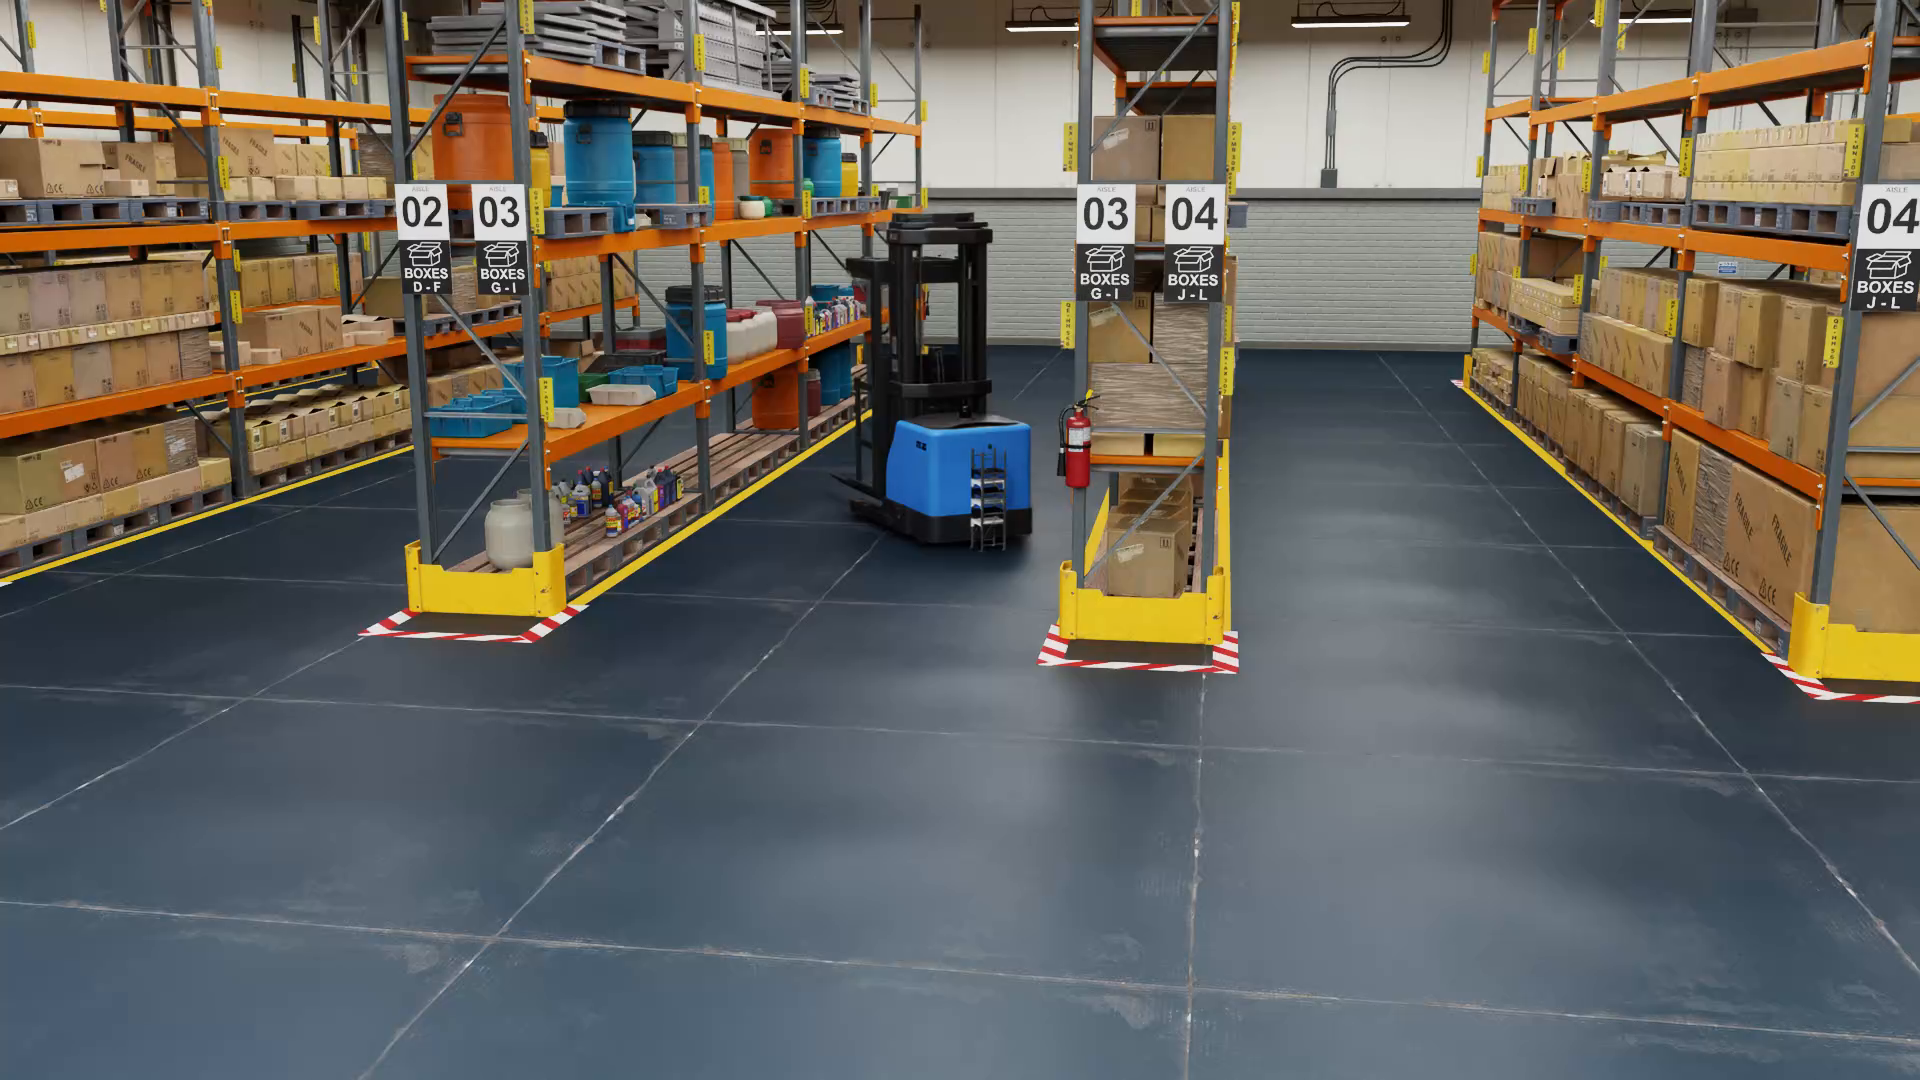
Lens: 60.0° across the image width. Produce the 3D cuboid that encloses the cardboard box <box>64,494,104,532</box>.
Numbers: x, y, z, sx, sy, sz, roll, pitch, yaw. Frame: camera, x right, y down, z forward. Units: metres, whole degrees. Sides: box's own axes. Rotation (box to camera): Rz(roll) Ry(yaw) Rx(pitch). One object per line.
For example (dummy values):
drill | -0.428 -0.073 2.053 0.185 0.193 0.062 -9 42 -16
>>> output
cardboard box | -8.035 -0.254 14.840 0.500 0.250 0.500 2 12 9

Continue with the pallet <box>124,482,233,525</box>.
pallet | -8.037 -0.386 16.539 1.003 0.211 1.213 2 12 9

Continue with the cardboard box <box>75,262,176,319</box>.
cardboard box | -8.011 -2.398 15.943 0.700 0.500 0.500 2 12 9

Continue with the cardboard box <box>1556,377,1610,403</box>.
cardboard box | 7.262 -1.743 19.375 0.500 0.250 0.500 2 12 7

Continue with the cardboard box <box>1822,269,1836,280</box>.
cardboard box | 13.125 -4.108 24.579 0.500 0.500 0.500 2 12 7

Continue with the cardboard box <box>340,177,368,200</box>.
cardboard box | -7.335 -4.138 19.571 0.500 0.250 0.500 2 12 10

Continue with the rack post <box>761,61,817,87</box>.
rack post | -2.293 -5.632 20.205 0.954 0.300 0.937 2 12 9

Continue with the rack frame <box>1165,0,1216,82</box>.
rack frame | 3.761 -7.022 26.474 1.000 3.000 0.127 2 12 9

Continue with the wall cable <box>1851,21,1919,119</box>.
wall cable | 17.639 -7.790 29.946 2.988 3.039 0.133 2 12 9

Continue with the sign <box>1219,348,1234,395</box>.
sign | 1.836 -1.164 11.478 0.100 0.325 0.005 2 12 9

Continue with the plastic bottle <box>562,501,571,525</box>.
plastic bottle | -3.532 -0.243 14.857 0.097 0.201 0.097 0 12 0

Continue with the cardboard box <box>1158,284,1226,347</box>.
cardboard box | 1.737 -1.651 12.476 0.500 0.500 0.500 2 12 9

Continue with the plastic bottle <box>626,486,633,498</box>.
plastic bottle | -3.007 -0.358 15.195 0.061 0.283 0.133 2 12 9

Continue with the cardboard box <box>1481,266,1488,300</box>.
cardboard box | 8.247 -3.905 25.308 0.500 0.500 0.500 2 12 9

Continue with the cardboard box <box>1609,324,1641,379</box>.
cardboard box | 6.848 -1.892 16.672 0.500 0.500 0.500 2 12 8

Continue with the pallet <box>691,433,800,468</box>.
pallet | -2.521 -1.061 19.674 1.003 0.211 1.213 2 12 9

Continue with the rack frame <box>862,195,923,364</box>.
rack frame | -1.134 -4.250 27.850 1.000 3.000 0.127 2 12 9

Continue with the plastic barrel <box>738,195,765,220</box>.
plastic barrel | -2.329 -3.711 18.558 0.301 0.262 0.301 0 12 0

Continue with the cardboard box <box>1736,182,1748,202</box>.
cardboard box | 6.215 -2.677 12.796 0.380 0.149 0.250 2 12 9

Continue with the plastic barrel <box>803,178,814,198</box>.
plastic barrel | -1.974 -4.393 20.768 0.294 0.245 0.294 0 12 0

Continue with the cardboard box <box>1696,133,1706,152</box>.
cardboard box | 6.408 -3.332 13.943 0.380 0.149 0.250 2 12 9

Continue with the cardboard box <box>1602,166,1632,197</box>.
cardboard box | 7.087 -3.776 17.507 0.500 0.311 0.500 2 12 9

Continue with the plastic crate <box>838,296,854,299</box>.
plastic crate | -1.778 -3.690 25.735 0.293 0.136 0.466 2 12 9

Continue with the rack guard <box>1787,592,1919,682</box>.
rack guard | 6.182 0.650 11.048 1.175 0.500 0.348 2 12 9

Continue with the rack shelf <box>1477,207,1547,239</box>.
rack shelf | 8.338 -4.606 24.090 1.077 0.370 4.000 2 12 9

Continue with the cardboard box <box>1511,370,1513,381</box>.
cardboard box | 7.828 -2.260 22.975 0.380 0.149 0.250 2 12 10

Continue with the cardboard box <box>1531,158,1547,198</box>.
cardboard box | 7.864 -4.720 21.678 0.700 0.500 0.500 2 12 9

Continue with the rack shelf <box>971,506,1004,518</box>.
rack shelf | 0.254 -0.237 14.798 0.258 0.077 0.200 -6 13 -25

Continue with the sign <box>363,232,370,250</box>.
sign | -10.389 -5.232 29.098 0.100 0.325 0.005 2 12 9

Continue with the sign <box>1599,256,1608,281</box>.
sign | 8.580 -3.624 22.197 0.100 0.325 0.005 2 12 9

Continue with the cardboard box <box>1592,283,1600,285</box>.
cardboard box | 7.998 -3.143 20.902 0.380 0.149 0.250 1 12 7

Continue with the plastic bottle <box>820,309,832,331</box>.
plastic bottle | -1.765 -2.892 21.845 0.152 0.276 0.135 2 12 9

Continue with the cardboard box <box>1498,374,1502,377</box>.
cardboard box | 7.974 -2.324 23.977 0.380 0.149 0.250 2 12 10

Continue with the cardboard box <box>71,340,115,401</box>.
cardboard box | -8.168 -1.549 15.078 0.700 0.500 0.500 2 12 10

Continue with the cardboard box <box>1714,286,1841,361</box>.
cardboard box | 6.521 -1.709 13.141 0.875 0.550 0.550 2 12 9

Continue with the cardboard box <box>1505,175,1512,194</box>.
cardboard box | 8.018 -5.033 23.535 0.500 0.250 0.500 2 12 11

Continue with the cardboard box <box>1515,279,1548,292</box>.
cardboard box | 7.479 -3.323 21.737 0.380 0.149 0.250 2 12 10

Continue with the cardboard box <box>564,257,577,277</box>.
cardboard box | -6.213 -4.313 25.530 0.500 0.500 0.500 1 12 7

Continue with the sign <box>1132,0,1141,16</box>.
sign | 1.981 -5.908 18.711 0.100 0.325 0.005 2 12 9

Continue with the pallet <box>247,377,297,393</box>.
pallet | -11.344 -2.531 26.493 1.003 0.211 1.213 2 12 9

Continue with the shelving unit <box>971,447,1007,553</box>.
shelving unit | 0.254 -0.357 14.772 0.258 0.900 0.210 -6 13 -25

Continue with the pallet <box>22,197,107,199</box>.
pallet | -12.106 -4.415 21.946 1.213 0.211 1.003 2 12 11

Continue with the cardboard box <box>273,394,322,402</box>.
cardboard box | -7.782 -1.566 19.595 0.500 0.311 0.500 2 12 7

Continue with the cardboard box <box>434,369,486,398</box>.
cardboard box | -6.748 -2.038 22.475 0.500 0.500 0.500 2 12 8

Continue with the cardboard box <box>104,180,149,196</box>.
cardboard box | -7.788 -3.271 15.453 0.380 0.149 0.250 2 12 9

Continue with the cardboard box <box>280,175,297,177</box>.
cardboard box | -11.007 -5.733 26.736 0.500 0.250 0.500 2 12 7

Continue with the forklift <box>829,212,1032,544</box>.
forklift | -0.427 -1.661 16.001 1.130 2.935 3.031 -6 13 -25

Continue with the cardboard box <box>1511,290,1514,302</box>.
cardboard box | 7.516 -3.236 22.038 0.380 0.149 0.250 2 12 10

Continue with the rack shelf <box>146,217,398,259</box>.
rack shelf | -7.565 -3.444 18.699 1.077 0.370 4.000 2 12 9

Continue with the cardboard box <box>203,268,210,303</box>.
cardboard box | -11.429 -3.732 24.454 0.500 0.500 0.500 2 12 9

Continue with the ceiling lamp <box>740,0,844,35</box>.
ceiling lamp | -3.143 -10.674 29.565 2.000 3.185 0.800 2 12 9

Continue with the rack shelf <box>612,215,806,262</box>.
rack shelf | -2.671 -3.283 17.951 1.077 0.370 4.000 2 12 9

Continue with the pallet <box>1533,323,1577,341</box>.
pallet | 7.680 -2.562 20.473 1.003 0.211 1.213 2 12 9

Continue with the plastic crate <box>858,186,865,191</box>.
plastic crate | -1.640 -5.377 26.107 0.504 0.338 0.767 2 12 9

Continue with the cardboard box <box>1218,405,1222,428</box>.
cardboard box | 1.906 -0.997 13.351 0.380 0.149 0.250 2 12 9
